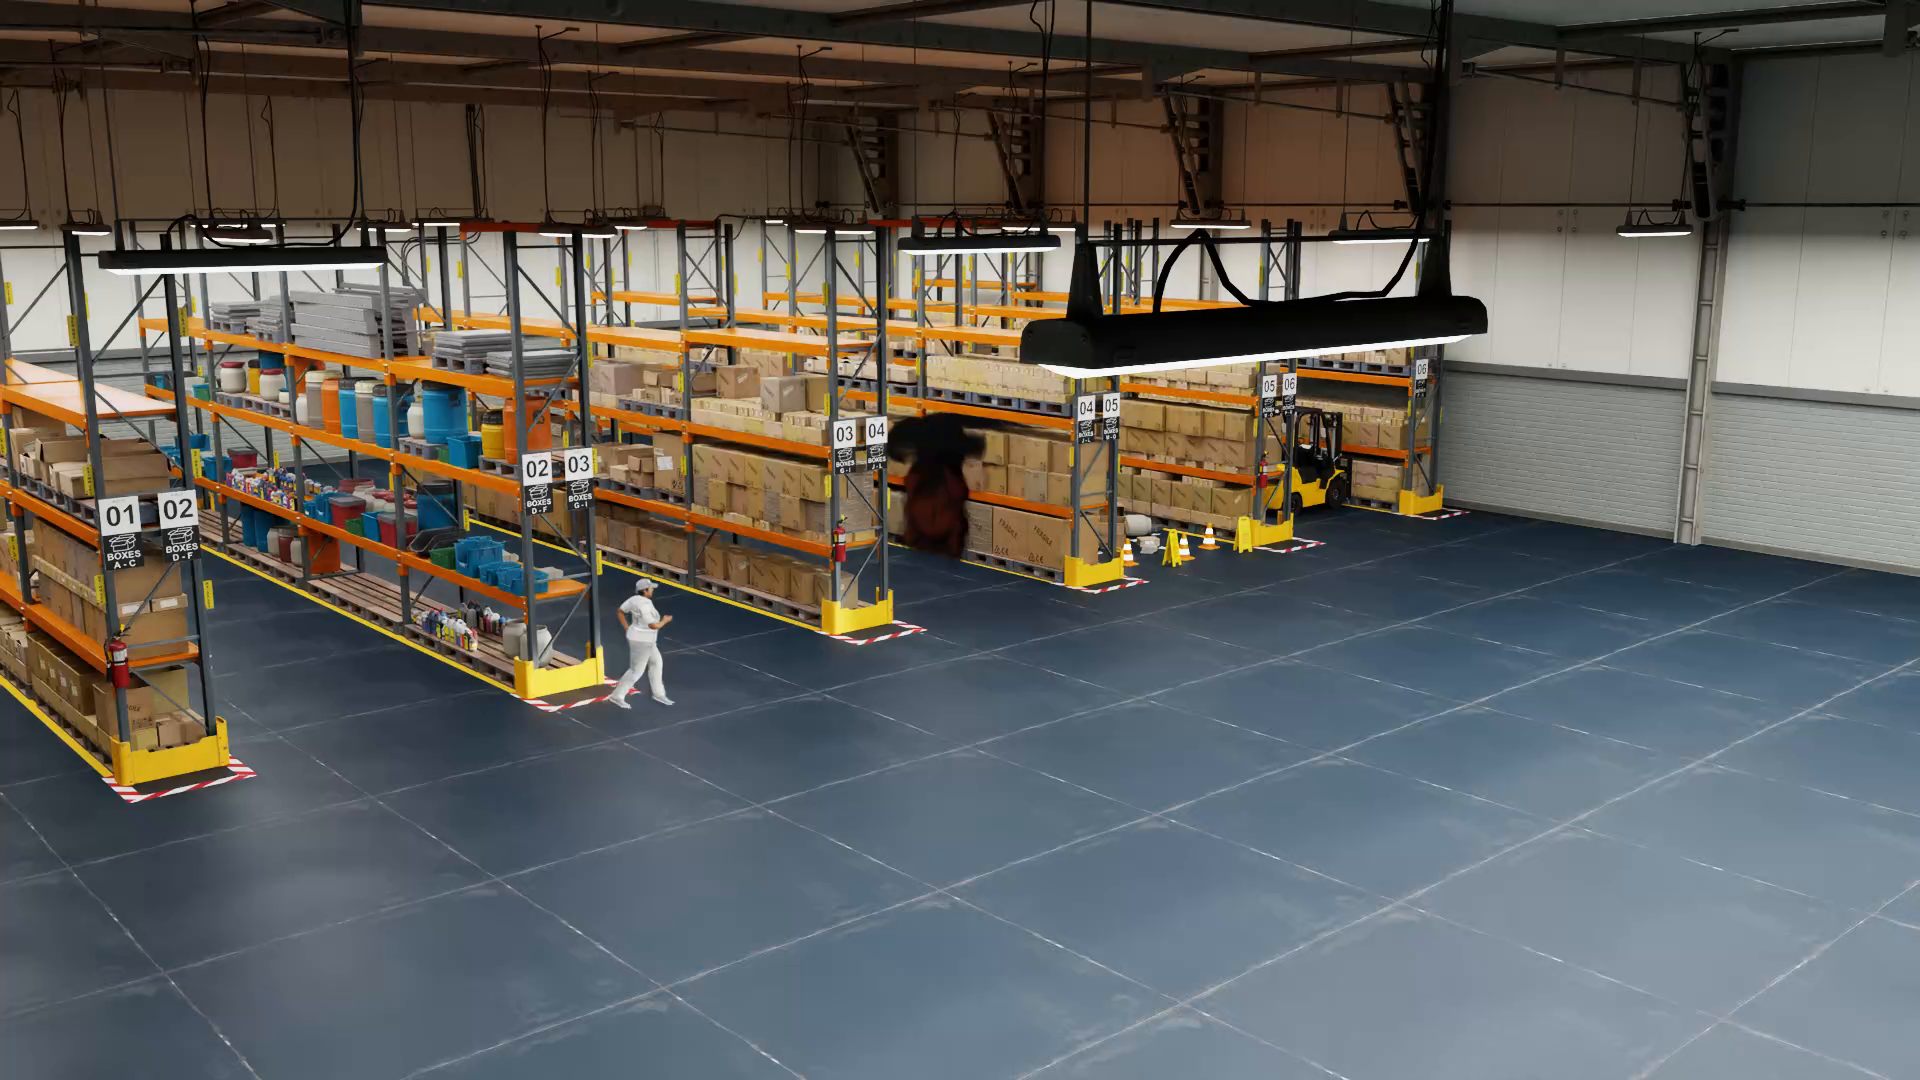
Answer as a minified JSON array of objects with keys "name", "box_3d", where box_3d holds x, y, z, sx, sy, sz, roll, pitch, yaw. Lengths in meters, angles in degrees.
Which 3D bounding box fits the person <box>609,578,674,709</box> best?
[{"name":"person","box_3d":[-4.048,1.335,21.030,0.856,1.706,0.568,-4,12,-21]}]

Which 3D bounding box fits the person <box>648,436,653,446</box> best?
[{"name":"person","box_3d":[-7.440,-2.791,41.254,0.601,1.753,0.744,8,14,36]}]
